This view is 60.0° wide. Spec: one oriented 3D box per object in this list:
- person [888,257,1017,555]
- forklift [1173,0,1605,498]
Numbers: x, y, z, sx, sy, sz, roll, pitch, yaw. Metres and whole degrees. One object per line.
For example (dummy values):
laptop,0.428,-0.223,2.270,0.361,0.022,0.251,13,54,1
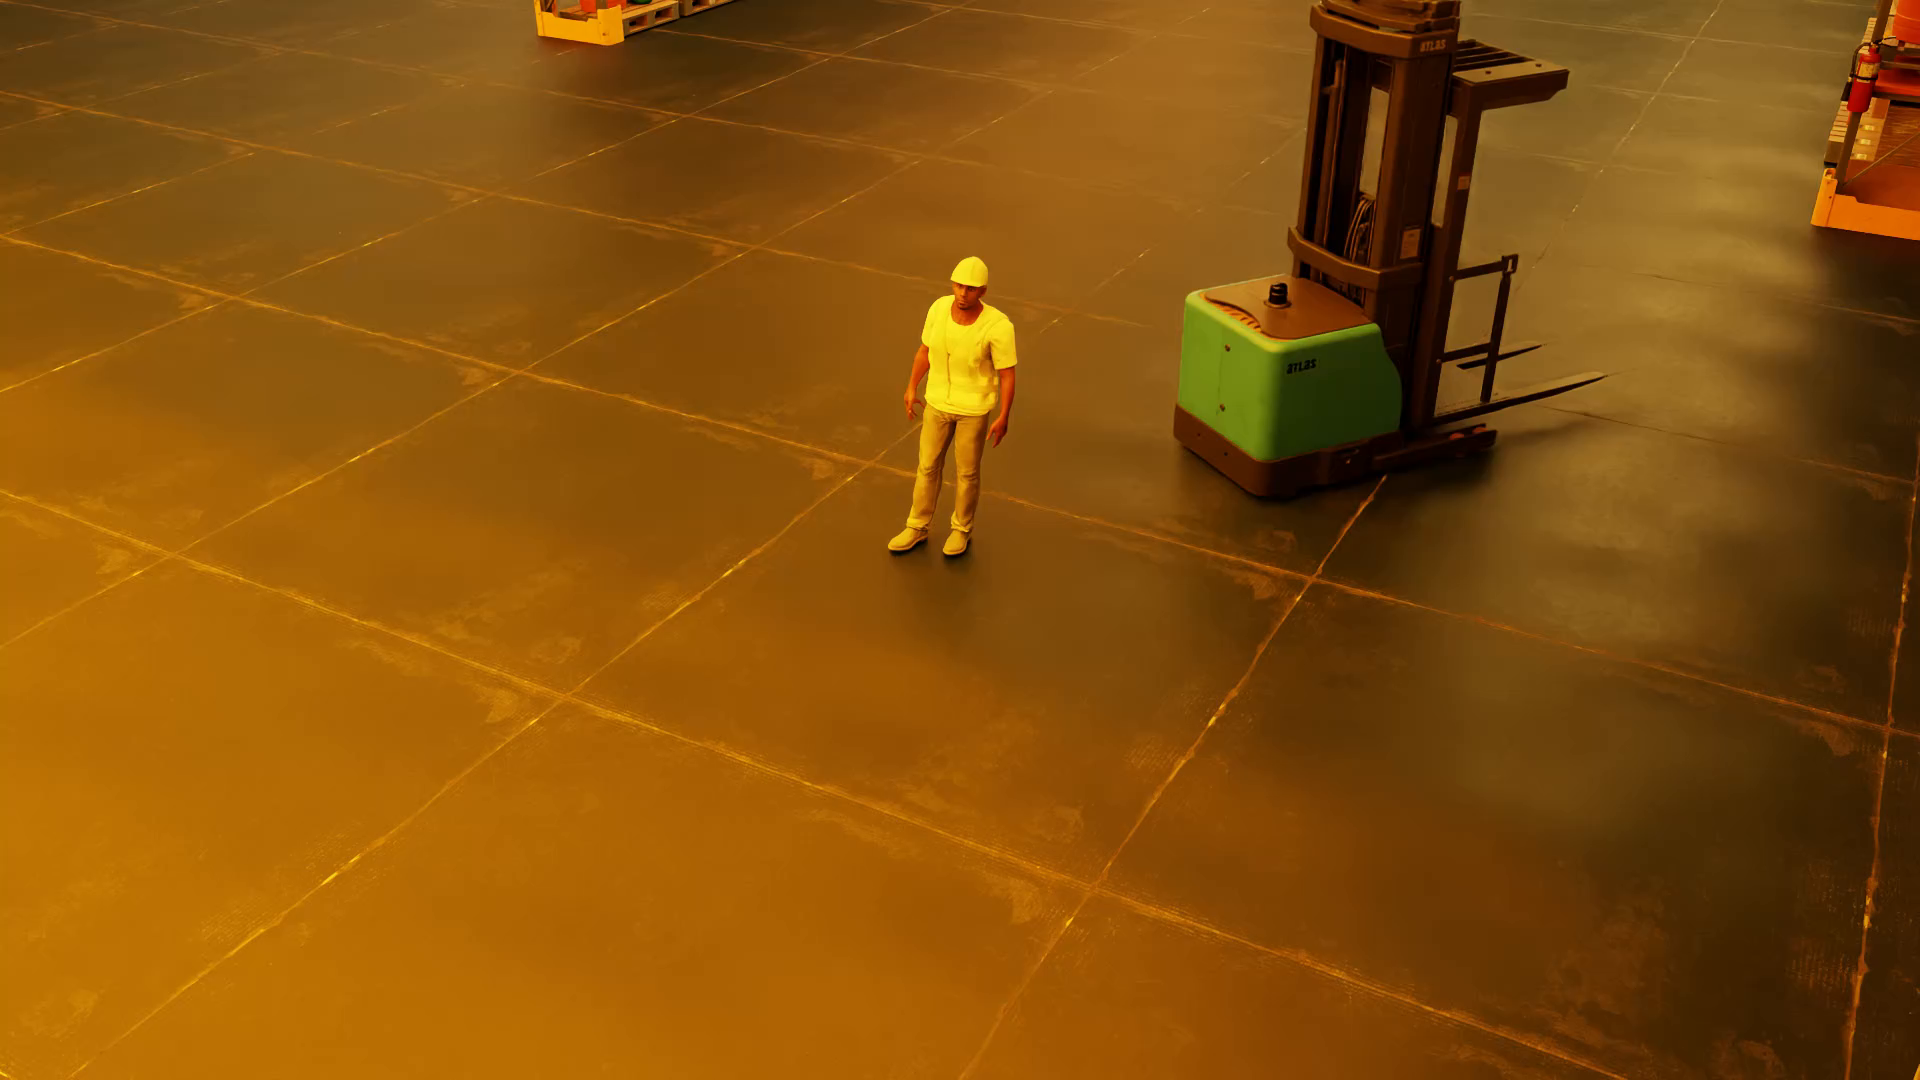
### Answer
person,-0.039,-0.742,9.507,0.665,1.768,0.575,15,33,25
forklift,2.973,-2.030,10.588,3.031,2.935,1.130,-14,33,-23
